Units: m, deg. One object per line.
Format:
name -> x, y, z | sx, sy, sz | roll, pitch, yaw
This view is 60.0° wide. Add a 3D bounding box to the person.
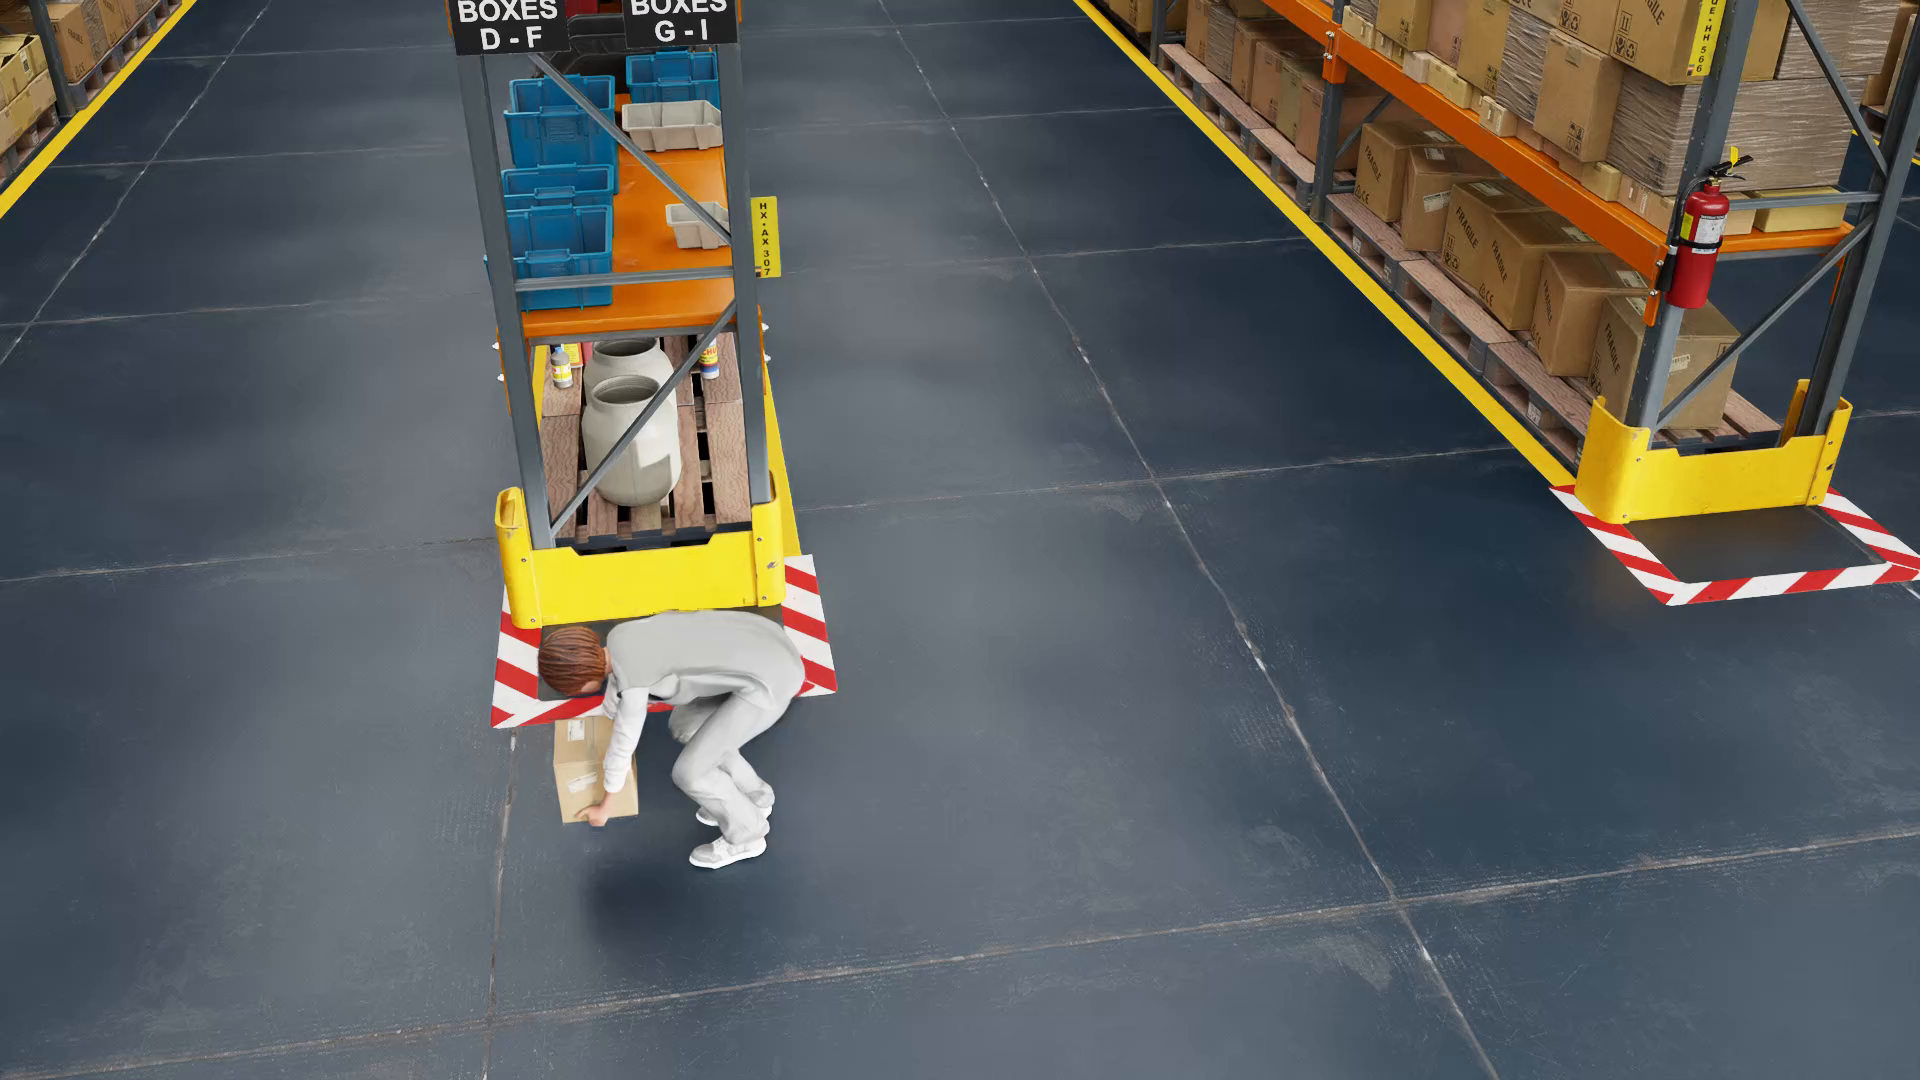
person -> -0.947, 0.663, 5.652 | 0.861, 0.970, 0.417 | -7, 32, -11
